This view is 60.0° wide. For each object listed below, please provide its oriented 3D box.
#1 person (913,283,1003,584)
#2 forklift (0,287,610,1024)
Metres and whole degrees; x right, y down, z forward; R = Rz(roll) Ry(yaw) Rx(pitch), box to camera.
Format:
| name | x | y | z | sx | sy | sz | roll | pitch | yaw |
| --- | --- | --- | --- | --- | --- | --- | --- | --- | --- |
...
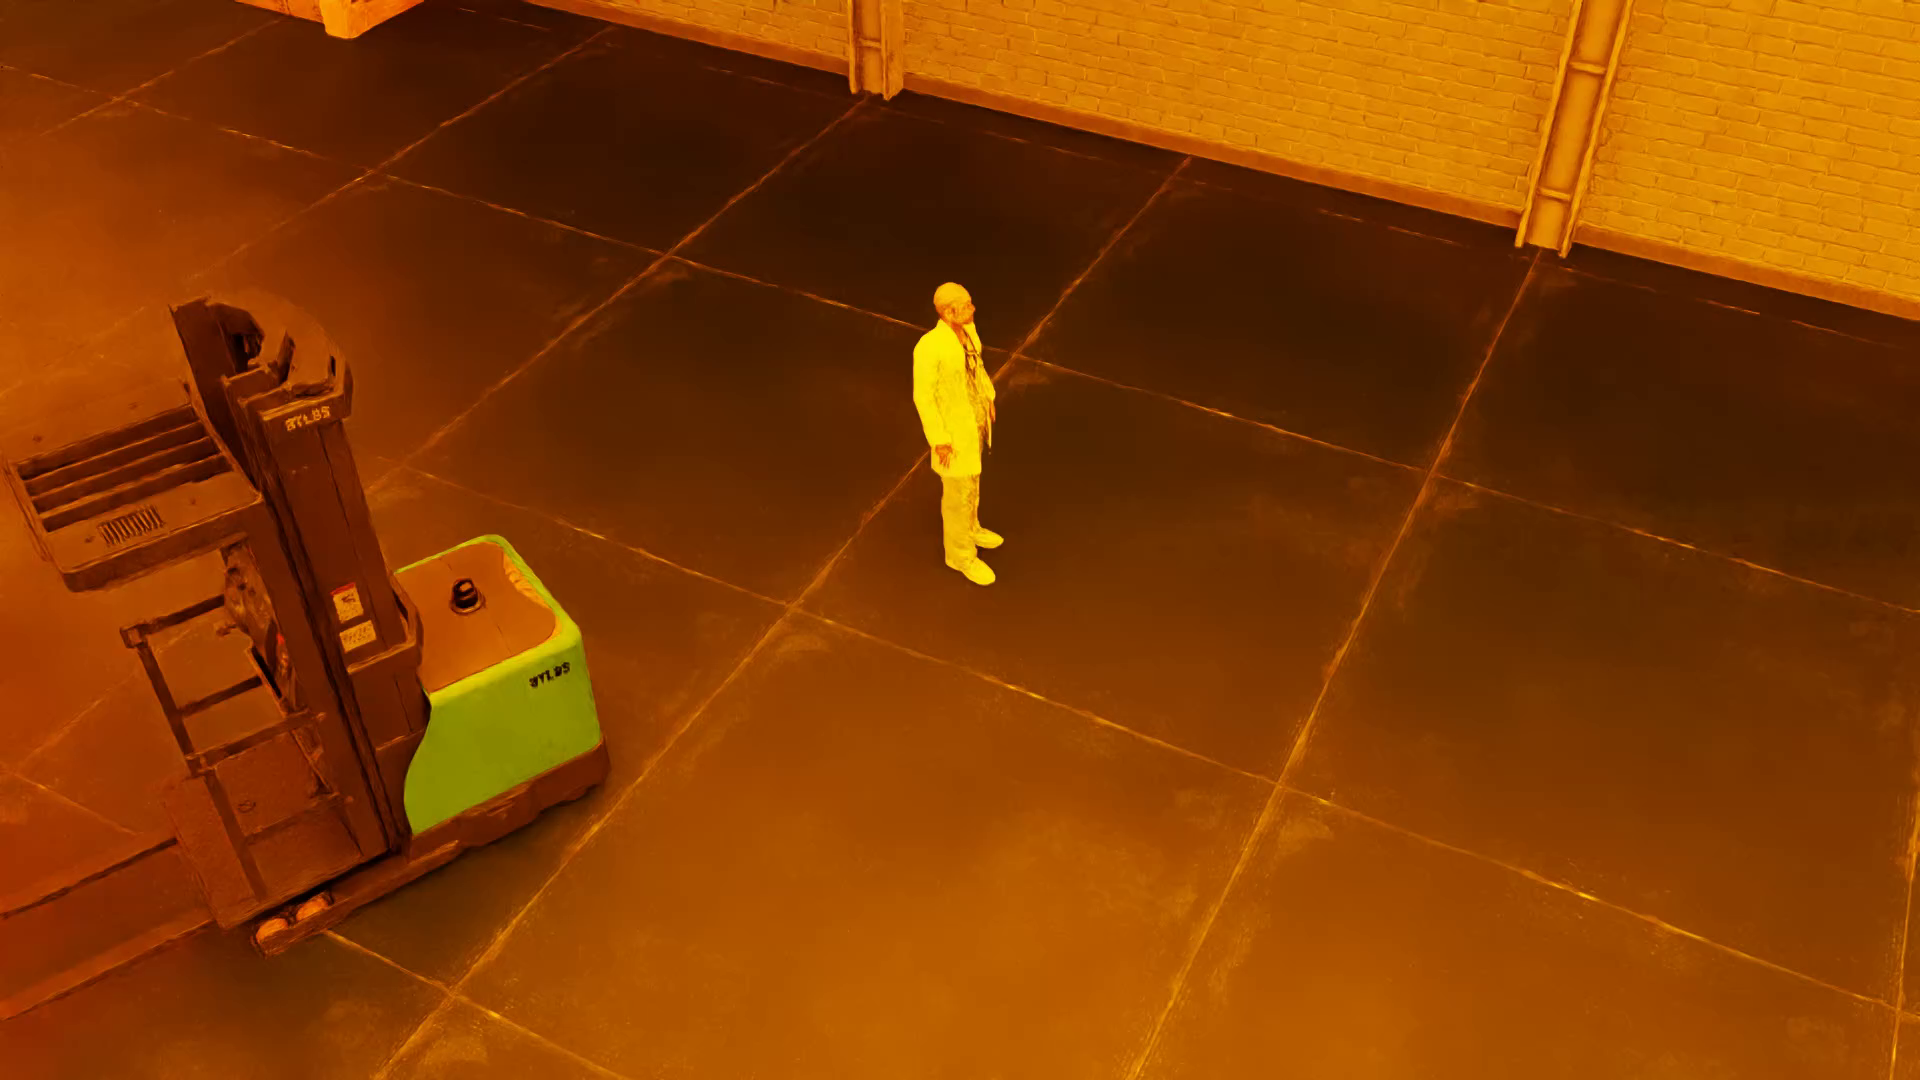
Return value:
| name | x | y | z | sx | sy | sz | roll | pitch | yaw |
| --- | --- | --- | --- | --- | --- | --- | --- | --- | --- |
| person | 0.079 | -0.656 | 9.649 | 0.579 | 1.776 | 0.694 | 18 | 43 | 21 |
| forklift | -3.322 | 0.459 | 7.442 | 3.031 | 2.935 | 1.130 | -25 | 46 | -27 |
